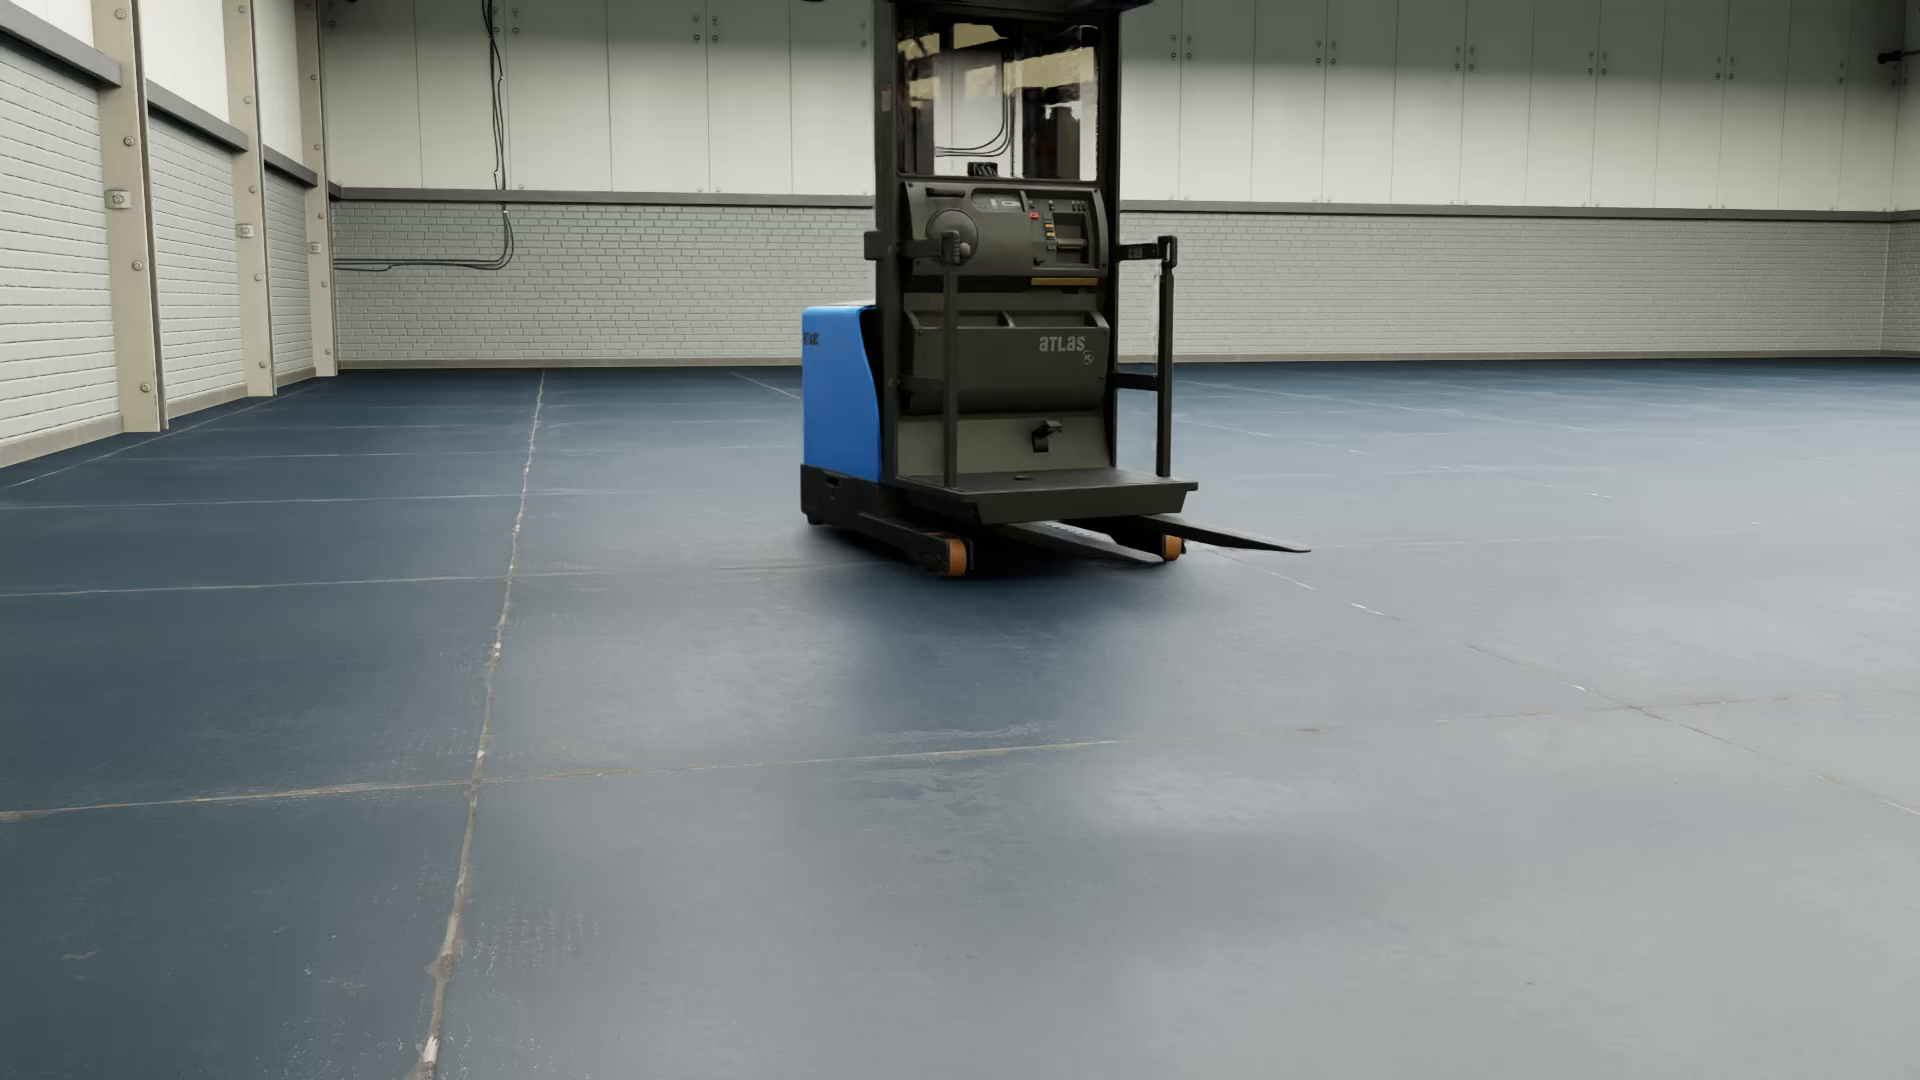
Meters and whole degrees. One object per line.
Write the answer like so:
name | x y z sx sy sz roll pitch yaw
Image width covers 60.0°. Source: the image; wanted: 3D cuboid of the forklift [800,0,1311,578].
forklift | 0.297 -1.366 6.895 1.130 2.935 3.031 -4 9 -25
